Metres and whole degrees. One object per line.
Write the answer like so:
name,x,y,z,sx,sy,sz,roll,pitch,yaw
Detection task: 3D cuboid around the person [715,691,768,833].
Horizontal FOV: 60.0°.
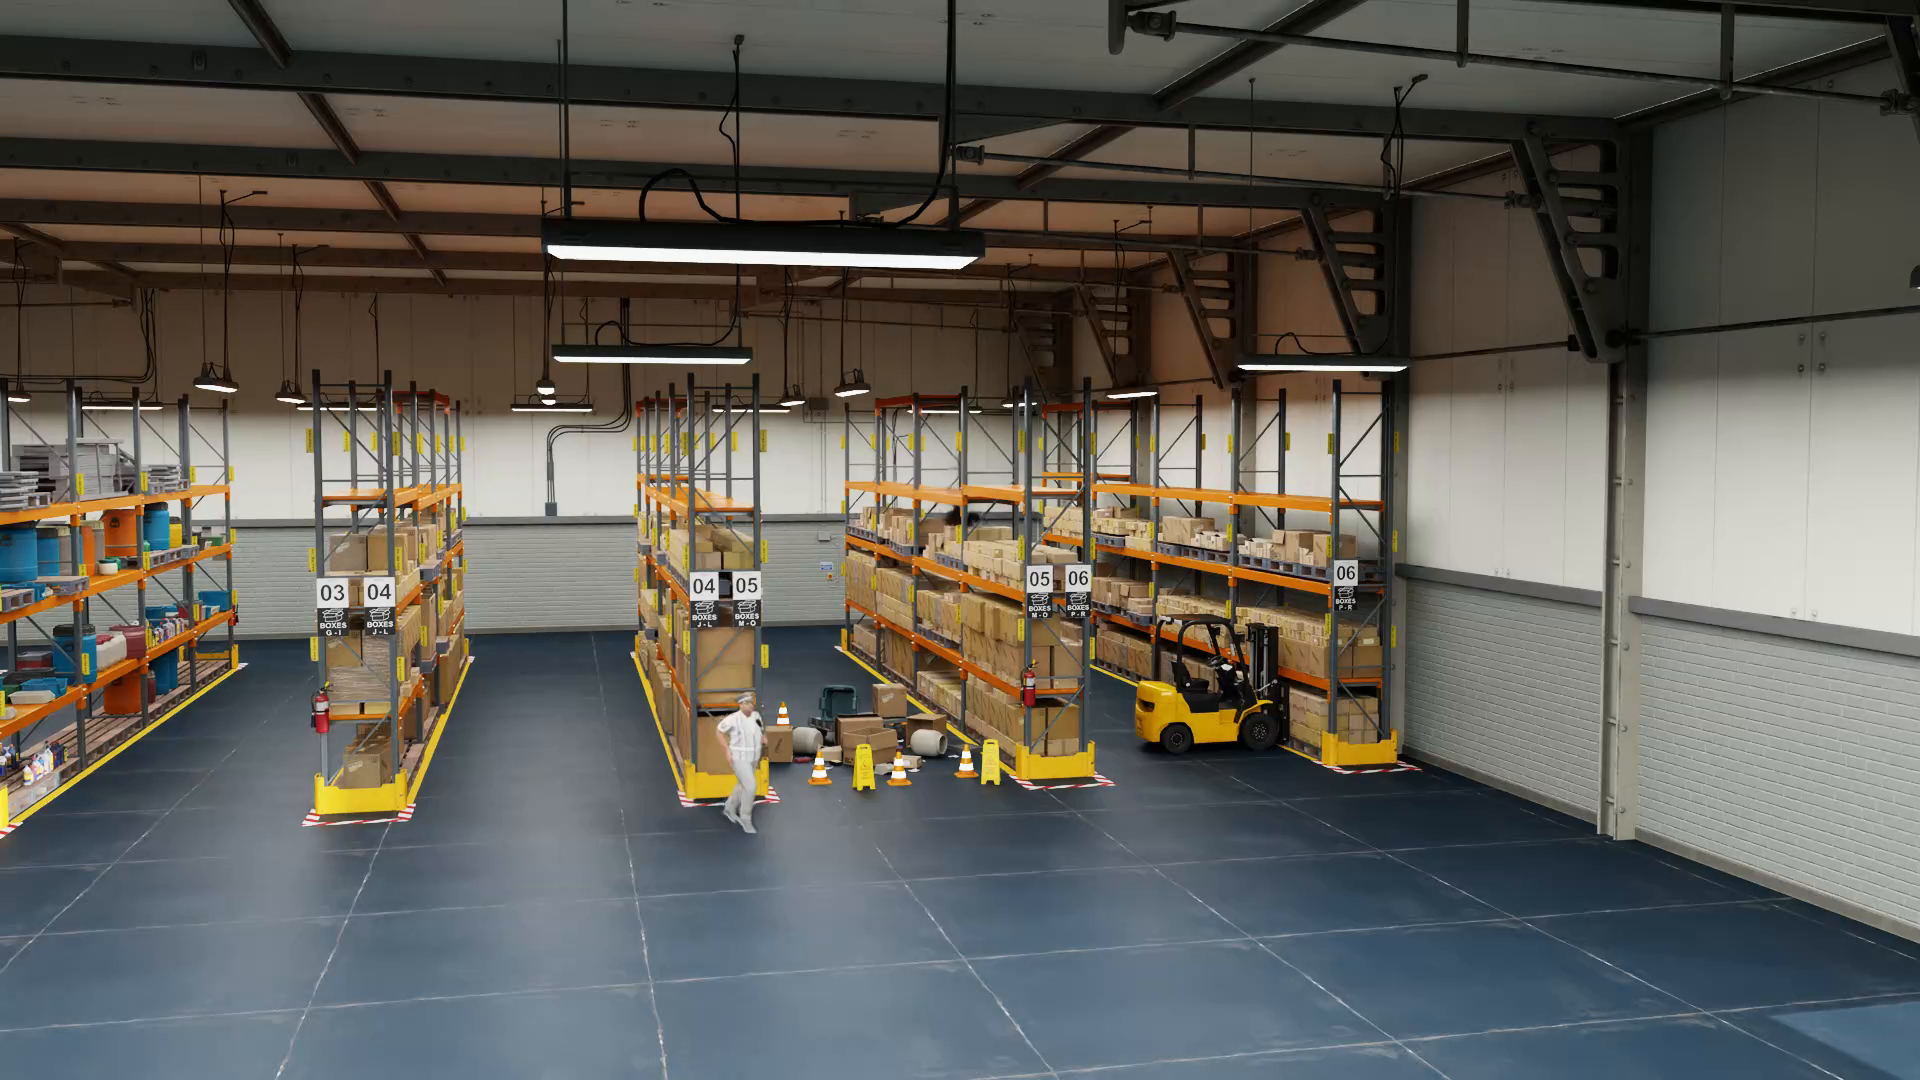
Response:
person,-2.818,2.876,21.666,0.788,1.854,0.645,2,4,37
